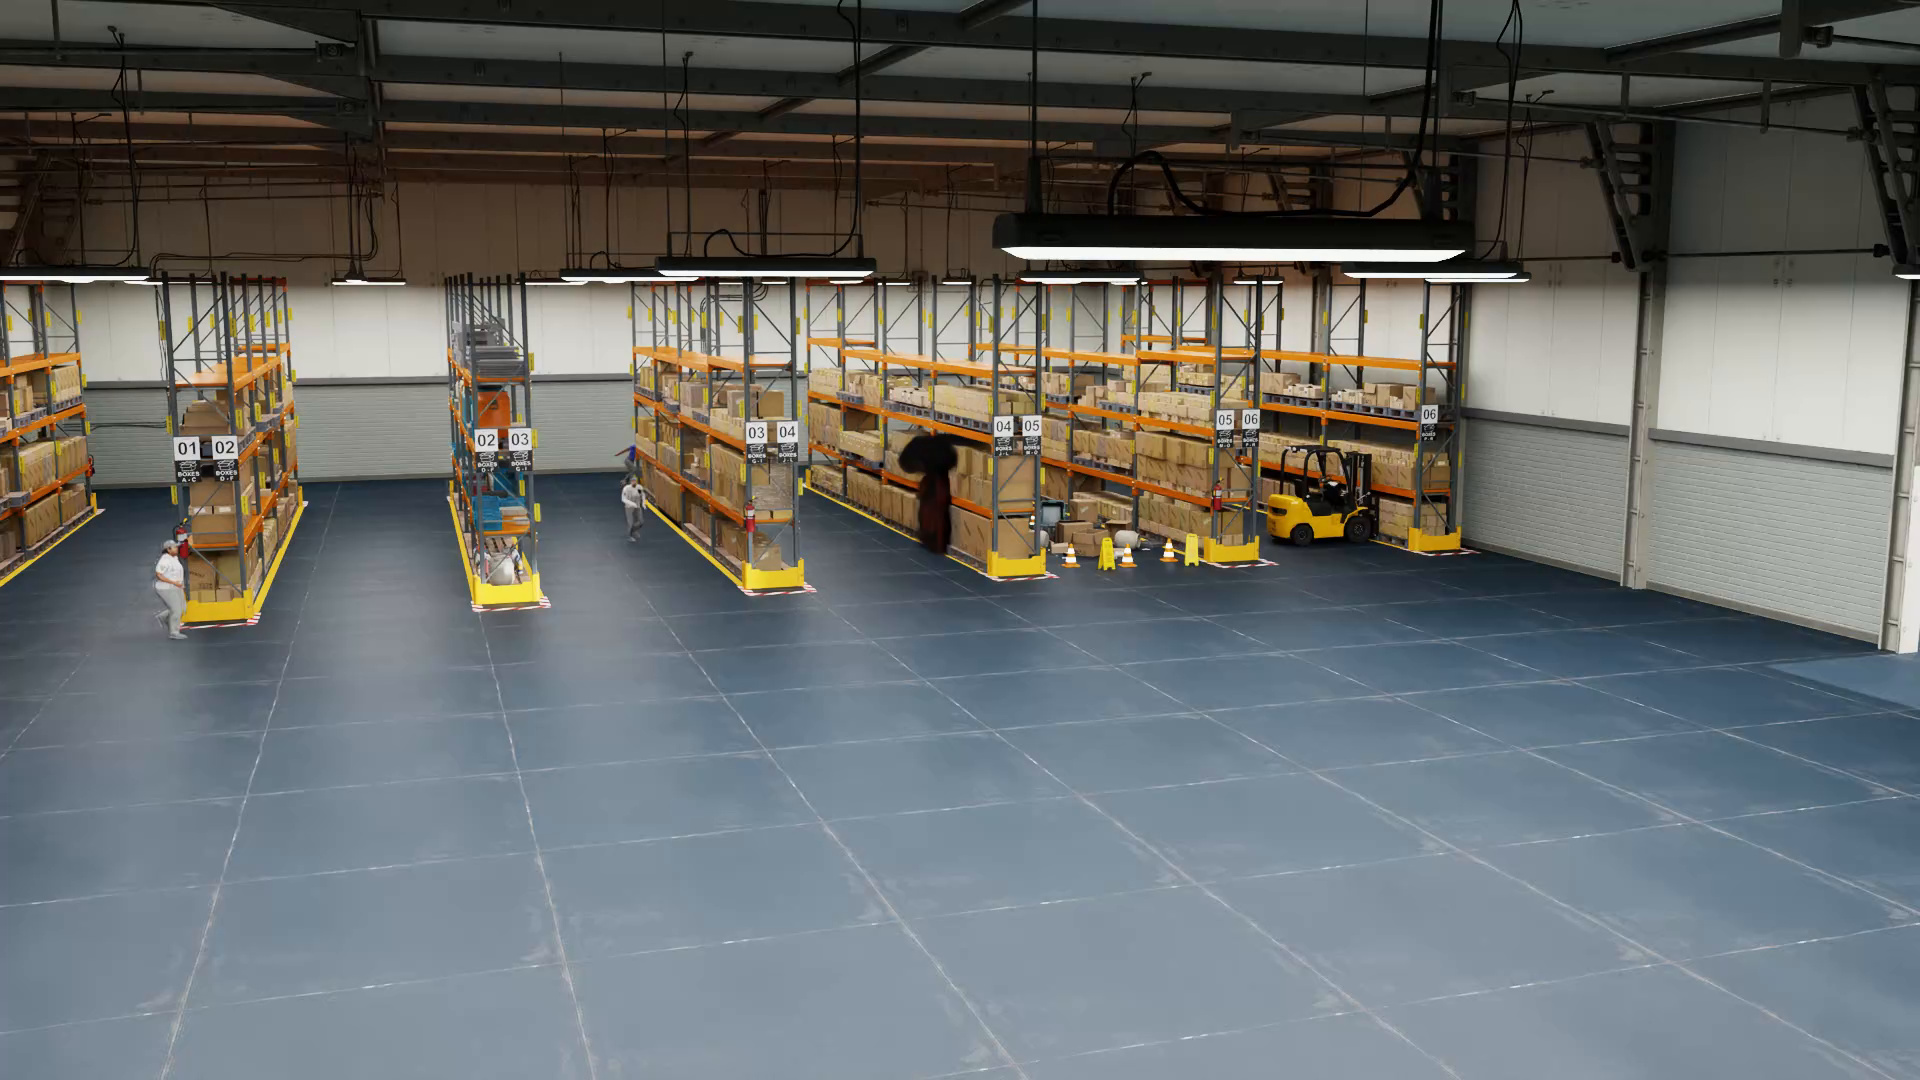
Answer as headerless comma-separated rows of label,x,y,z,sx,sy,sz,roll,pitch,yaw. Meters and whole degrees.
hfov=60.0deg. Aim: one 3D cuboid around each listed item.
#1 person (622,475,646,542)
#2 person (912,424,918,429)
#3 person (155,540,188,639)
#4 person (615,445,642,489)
person,-7.397,-0.725,37.726,0.603,1.566,0.718,-5,10,-31
person,-1.313,-2.784,50.571,0.867,1.848,0.698,-4,10,-25
person,-13.019,0.822,27.346,0.583,1.644,0.587,0,9,-1
person,-9.382,-2.189,47.834,0.923,1.436,0.632,1,9,8
